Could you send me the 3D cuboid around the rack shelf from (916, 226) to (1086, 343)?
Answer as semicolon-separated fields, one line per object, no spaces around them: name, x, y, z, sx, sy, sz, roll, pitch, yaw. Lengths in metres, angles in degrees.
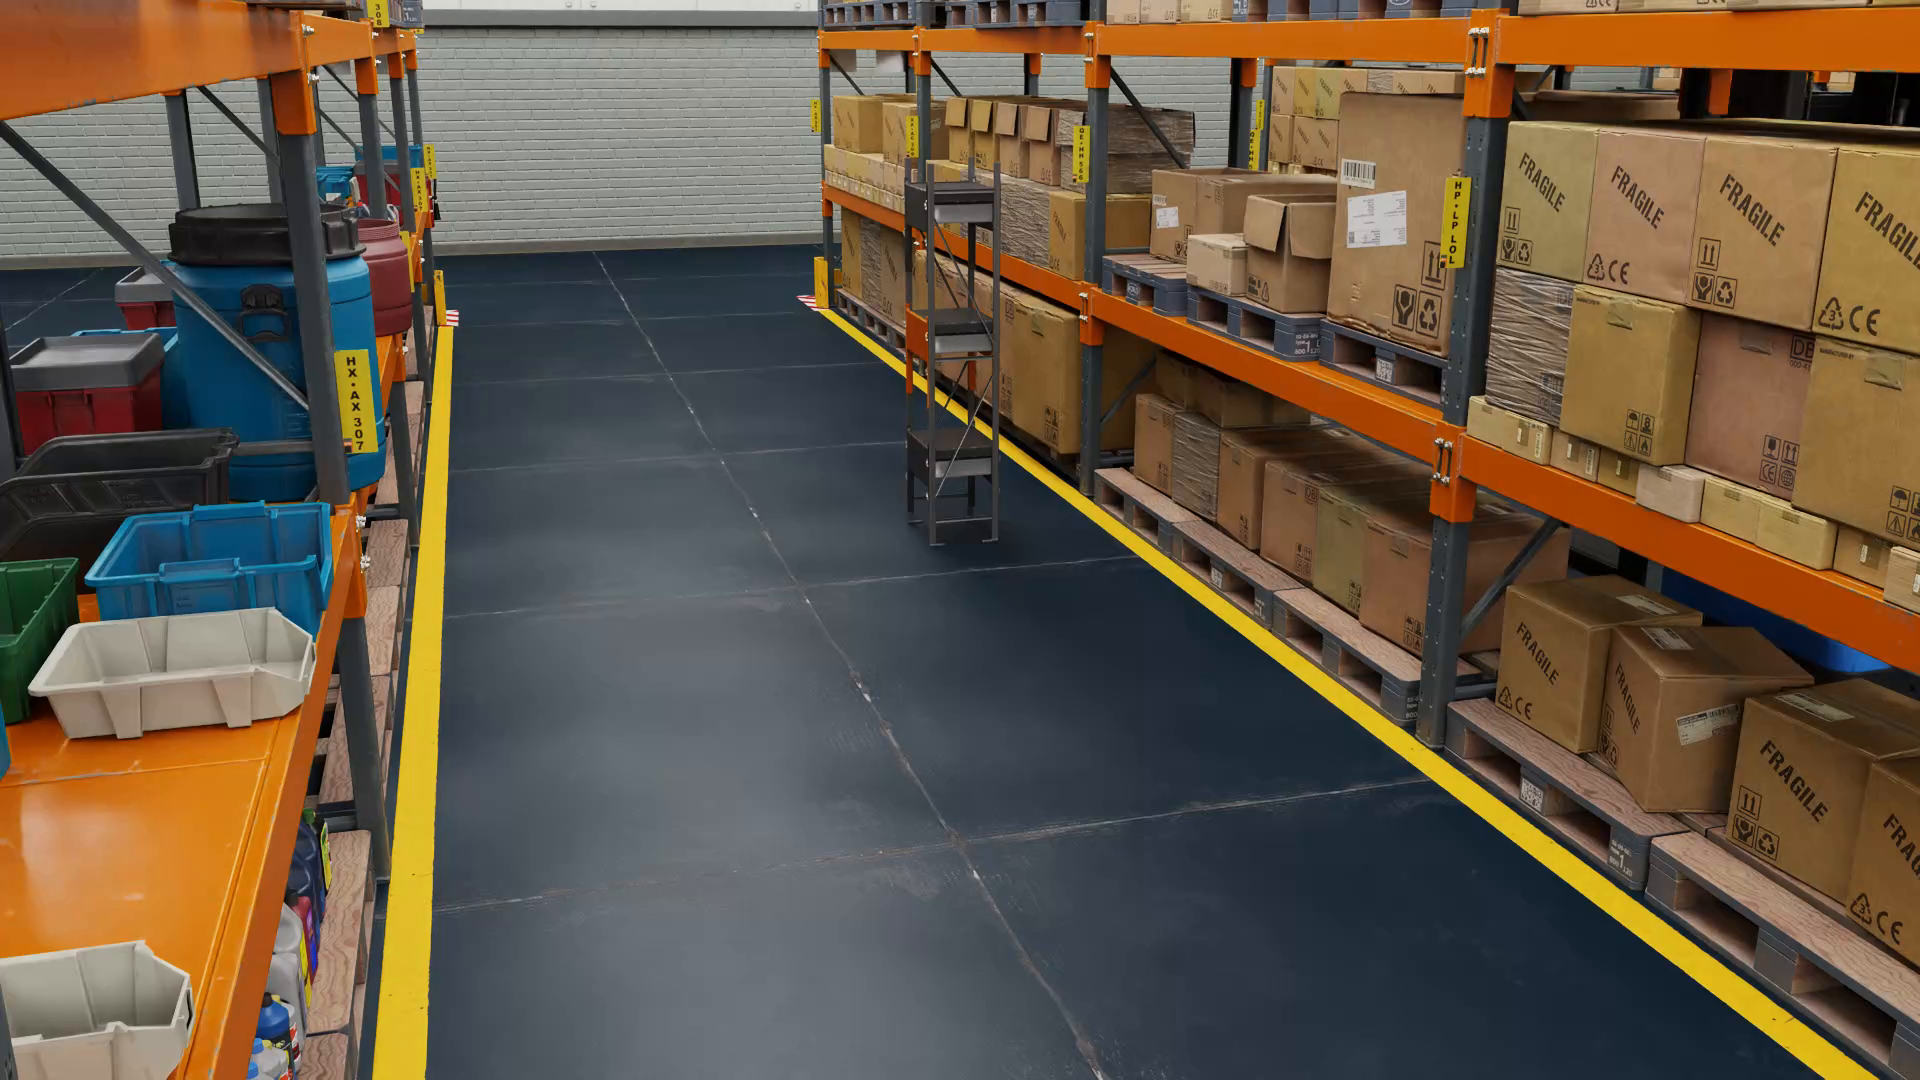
rack shelf;0.696;-1.965;12.030;1.077;0.370;4.000;-5;17;-15

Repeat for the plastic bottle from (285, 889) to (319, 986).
plastic bottle;-1.826;1.082;4.592;0.061;0.283;0.133;-4;17;-12

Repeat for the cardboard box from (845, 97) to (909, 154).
cardboard box;-0.795;-3.964;15.874;0.500;0.500;0.500;-5;17;-17

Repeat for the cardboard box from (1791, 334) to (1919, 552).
cardboard box;2.844;-0.298;4.539;0.875;0.500;0.500;-5;17;-15

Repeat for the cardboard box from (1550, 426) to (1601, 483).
cardboard box;2.266;-0.309;5.704;0.380;0.149;0.250;-5;17;-15

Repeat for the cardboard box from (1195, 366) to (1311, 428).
cardboard box;1.614;-0.800;9.179;0.500;0.250;0.500;-3;17;-9

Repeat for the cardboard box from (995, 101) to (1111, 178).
cardboard box;0.693;-2.854;11.820;0.797;0.503;0.637;-4;17;-13

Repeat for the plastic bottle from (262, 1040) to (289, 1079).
plastic bottle;-1.666;1.302;4.004;0.097;0.201;0.097;0;17;0

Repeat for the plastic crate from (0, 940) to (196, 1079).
plastic crate;-1.255;0.701;2.361;0.298;0.136;0.250;-5;17;-15

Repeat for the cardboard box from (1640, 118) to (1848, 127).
cardboard box;2.733;-1.216;5.859;0.500;0.500;0.500;-5;17;-15

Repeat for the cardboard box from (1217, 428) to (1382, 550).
cardboard box;1.776;-0.277;8.742;0.700;0.500;0.500;-3;17;-11

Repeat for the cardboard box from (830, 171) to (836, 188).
cardboard box;-1.101;-3.654;16.838;0.380;0.149;0.250;-5;17;-16

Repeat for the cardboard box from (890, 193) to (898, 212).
cardboard box;-0.394;-2.943;14.472;0.380;0.149;0.250;-5;17;-16

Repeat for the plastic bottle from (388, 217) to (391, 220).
plastic bottle;-3.958;-2.088;11.404;0.152;0.276;0.135;-5;17;-15

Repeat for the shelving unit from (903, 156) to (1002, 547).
shelving unit;-0.045;-1.051;9.302;0.431;2.100;0.503;-5;17;-15

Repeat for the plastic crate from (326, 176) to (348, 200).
plastic crate;-5.602;-3.068;14.637;0.416;0.233;0.300;-5;17;-15

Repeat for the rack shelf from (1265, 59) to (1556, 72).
rack shelf;4.393;-4.872;16.494;1.077;0.370;4.000;-5;17;-15

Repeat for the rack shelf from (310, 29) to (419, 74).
rack shelf;-5.166;-4.116;13.978;1.077;0.370;4.000;-5;17;-15

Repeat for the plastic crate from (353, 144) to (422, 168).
plastic crate;-5.444;-3.545;15.875;0.616;0.435;0.499;-5;17;-15

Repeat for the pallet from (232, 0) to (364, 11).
pallet;-2.125;-1.413;4.055;1.213;0.211;1.003;-5;17;-15

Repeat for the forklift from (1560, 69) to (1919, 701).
forklift;3.517;-1.027;7.777;1.130;2.935;3.031;-5;18;-17

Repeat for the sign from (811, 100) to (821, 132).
sign;-1.488;-4.380;17.175;0.100;0.325;0.005;-5;17;-15

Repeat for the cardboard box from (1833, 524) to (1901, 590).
cardboard box;2.652;0.033;4.565;0.380;0.149;0.250;-5;17;-15

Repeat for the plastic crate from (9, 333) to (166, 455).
plastic crate;-2.845;-0.399;5.454;0.402;0.464;0.583;-5;17;-15

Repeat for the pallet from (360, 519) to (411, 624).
pallet;-3.341;0.188;8.459;1.003;0.211;1.213;-5;17;-15

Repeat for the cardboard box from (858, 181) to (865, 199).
cardboard box;-0.749;-3.299;15.658;0.380;0.149;0.250;-5;17;-17

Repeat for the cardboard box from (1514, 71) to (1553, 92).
cardboard box;5.053;-4.040;15.259;0.500;0.500;0.500;-4;17;-14

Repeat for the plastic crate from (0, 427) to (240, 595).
plastic crate;-2.396;-0.074;4.591;0.767;0.338;0.504;-5;17;-15

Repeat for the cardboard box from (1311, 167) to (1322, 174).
cardboard box;3.953;-3.891;17.628;0.380;0.149;0.250;-4;17;-13

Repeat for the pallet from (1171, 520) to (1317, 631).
pallet;1.790;0.132;8.645;1.003;0.211;1.213;-5;17;-15

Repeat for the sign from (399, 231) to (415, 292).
sign;-2.990;-1.488;8.909;0.100;0.325;0.005;-5;17;-15

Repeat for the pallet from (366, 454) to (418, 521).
pallet;-3.774;-0.244;9.898;1.003;0.211;1.213;-5;17;-15

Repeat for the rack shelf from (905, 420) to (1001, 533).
rack shelf;-0.045;-0.368;9.508;0.431;0.518;0.480;-5;17;-15

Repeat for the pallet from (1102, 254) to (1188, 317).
pallet;1.544;-1.476;9.484;1.213;0.211;1.003;-5;17;-15

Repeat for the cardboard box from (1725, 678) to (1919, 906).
cardboard box;2.827;0.783;5.245;0.500;0.500;0.500;-6;18;-20

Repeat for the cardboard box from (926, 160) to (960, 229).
cardboard box;0.032;-2.764;13.265;0.500;0.500;0.500;-5;17;-15

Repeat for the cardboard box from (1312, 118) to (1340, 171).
cardboard box;3.995;-4.095;17.180;0.500;0.500;0.500;-4;17;-15

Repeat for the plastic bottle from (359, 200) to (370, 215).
plastic bottle;-4.187;-2.208;11.674;0.144;0.351;0.185;-5;17;-15

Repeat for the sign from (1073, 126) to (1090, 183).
sign;0.713;-2.266;9.769;0.100;0.325;0.005;-5;17;-15

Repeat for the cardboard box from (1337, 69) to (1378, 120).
cardboard box;4.121;-4.432;16.564;0.500;0.500;0.500;-5;18;-17

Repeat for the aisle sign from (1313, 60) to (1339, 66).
aisle sign;4.112;-5.622;18.436;0.394;0.787;0.004;-5;17;-15

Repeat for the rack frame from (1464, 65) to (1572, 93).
rack frame;4.943;-3.227;14.981;1.000;3.000;0.127;-5;17;-15

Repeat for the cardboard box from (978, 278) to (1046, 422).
cardboard box;0.838;-1.380;11.794;1.225;0.875;0.875;-5;17;-15

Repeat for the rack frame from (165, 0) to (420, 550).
rack frame;-3.517;-1.365;8.781;1.000;3.000;0.127;-5;17;-15

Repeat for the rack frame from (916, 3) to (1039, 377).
rack frame;0.146;-2.863;13.768;1.000;3.000;0.127;-5;17;-15

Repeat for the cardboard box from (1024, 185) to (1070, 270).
cardboard box;0.740;-2.059;10.920;0.500;0.500;0.500;-5;17;-16

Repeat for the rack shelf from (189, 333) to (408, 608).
rack shelf;-2.967;-0.467;7.043;1.077;0.370;4.000;-5;17;-15

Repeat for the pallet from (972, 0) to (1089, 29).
pallet;0.707;-3.585;11.289;1.003;0.211;1.213;-4;17;-13

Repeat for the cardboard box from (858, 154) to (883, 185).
cardboard box;-0.649;-3.459;15.498;0.500;0.250;0.500;-5;17;-16

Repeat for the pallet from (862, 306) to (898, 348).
pallet;-0.326;-2.082;16.016;1.003;0.211;1.213;-5;17;-15

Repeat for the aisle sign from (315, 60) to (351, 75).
aisle sign;-6.021;-4.819;15.762;0.394;0.787;0.004;-5;17;-15

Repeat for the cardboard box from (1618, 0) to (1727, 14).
cardboard box;2.372;-1.724;5.024;0.500;0.250;0.500;-5;17;-16

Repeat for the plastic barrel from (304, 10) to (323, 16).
plastic barrel;-2.943;-2.402;7.260;0.301;0.262;0.301;0;17;0

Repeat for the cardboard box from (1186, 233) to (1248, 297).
cardboard box;1.485;-1.404;8.442;0.500;0.250;0.500;-5;17;-17
